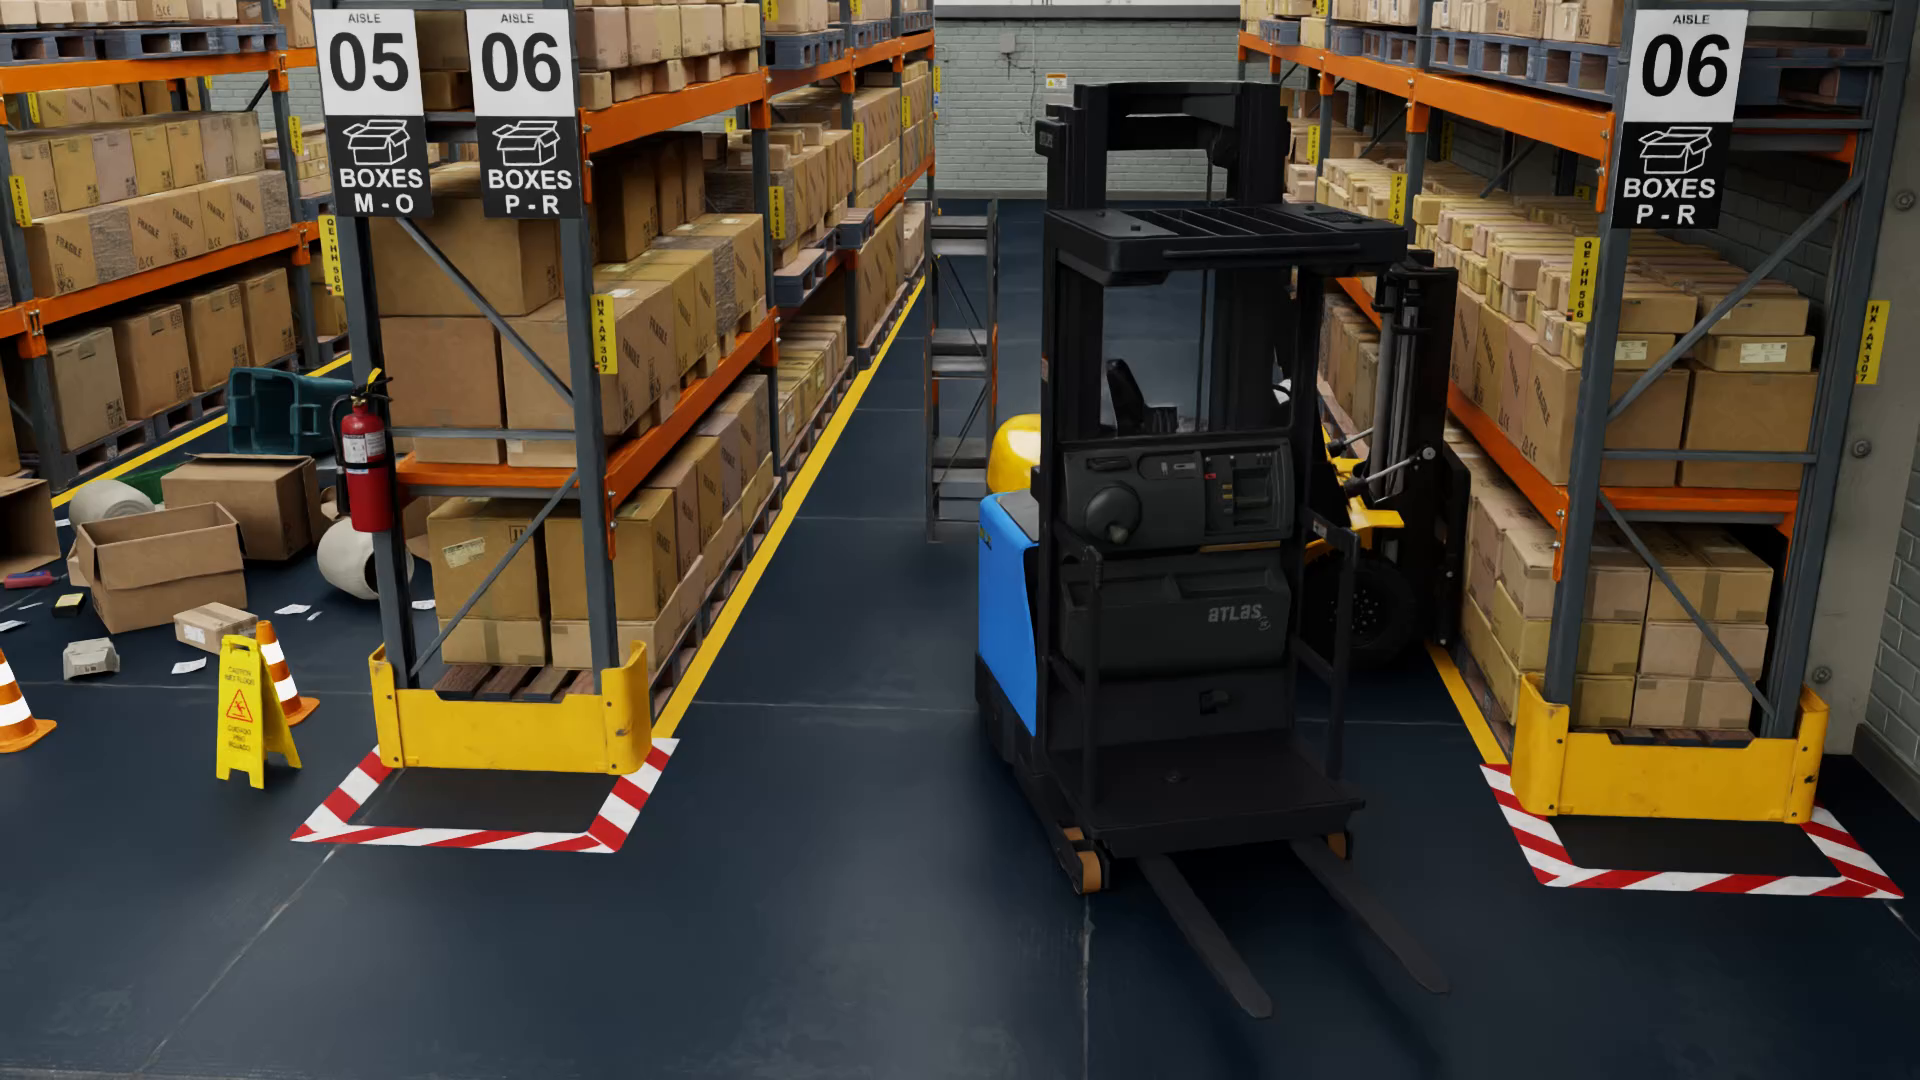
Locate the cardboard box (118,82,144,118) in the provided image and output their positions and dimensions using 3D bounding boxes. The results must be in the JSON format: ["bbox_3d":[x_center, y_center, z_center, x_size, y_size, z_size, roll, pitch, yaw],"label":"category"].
[{"bbox_3d":[-11.071,-5.757,21.733,0.500,0.500,0.500,1,18,3],"label":"cardboard box"}]

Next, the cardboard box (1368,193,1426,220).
[{"bbox_3d":[3.004,-2.278,11.354,0.380,0.149,0.250,1,18,2],"label":"cardboard box"}]

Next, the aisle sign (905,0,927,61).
[{"bbox_3d":[-0.533,-6.658,21.750,0.394,0.787,0.004,1,18,4],"label":"aisle sign"}]

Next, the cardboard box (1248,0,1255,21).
[{"bbox_3d":[3.735,-6.345,19.914,0.500,0.250,0.500,1,18,2],"label":"cardboard box"}]

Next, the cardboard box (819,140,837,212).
[{"bbox_3d":[-1.237,-2.846,12.979,0.500,0.500,0.500,0,18,0],"label":"cardboard box"}]

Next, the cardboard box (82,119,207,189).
[{"bbox_3d":[-6.477,-3.069,13.205,0.700,0.500,0.500,1,18,3],"label":"cardboard box"}]

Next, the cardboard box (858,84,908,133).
[{"bbox_3d":[-0.858,-4.830,18.580,0.500,0.500,0.500,1,18,4],"label":"cardboard box"}]

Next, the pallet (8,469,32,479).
[{"bbox_3d":[-6.784,-0.200,10.694,1.003,0.211,1.213,1,18,4],"label":"pallet"}]

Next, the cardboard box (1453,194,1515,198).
[{"bbox_3d":[3.571,-2.270,11.332,0.380,0.149,0.250,1,18,3],"label":"cardboard box"}]

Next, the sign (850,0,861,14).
[{"bbox_3d":[-0.879,-4.581,13.939,0.100,0.325,0.005,1,18,4],"label":"sign"}]

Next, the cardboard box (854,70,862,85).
[{"bbox_3d":[-1.302,-5.178,18.601,0.380,0.149,0.250,2,18,5],"label":"cardboard box"}]

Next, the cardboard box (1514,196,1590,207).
[{"bbox_3d":[3.522,-1.962,9.913,0.380,0.149,0.250,1,18,4],"label":"cardboard box"}]

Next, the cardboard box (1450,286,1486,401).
[{"bbox_3d":[2.839,-1.011,8.531,0.500,0.500,0.500,1,18,4],"label":"cardboard box"}]

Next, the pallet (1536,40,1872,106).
[{"bbox_3d":[3.034,-1.931,6.823,1.003,0.211,1.213,1,18,4],"label":"pallet"}]

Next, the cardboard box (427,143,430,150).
[{"bbox_3d":[-5.927,-4.256,17.845,0.380,0.149,0.250,1,18,4],"label":"cardboard box"}]

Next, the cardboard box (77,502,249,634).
[{"bbox_3d":[-4.393,0.146,9.169,0.797,0.503,0.637,-13,22,-34],"label":"cardboard box"}]

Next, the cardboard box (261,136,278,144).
[{"bbox_3d":[-6.733,-3.769,15.883,0.380,0.149,0.250,2,18,6],"label":"cardboard box"}]

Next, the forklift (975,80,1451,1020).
[{"bbox_3d":[0.904,-0.177,6.255,1.130,2.935,3.031,-4,19,-12],"label":"forklift"}]

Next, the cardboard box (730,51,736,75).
[{"bbox_3d":[-1.531,-2.805,9.753,0.380,0.149,0.250,2,18,5],"label":"cardboard box"}]

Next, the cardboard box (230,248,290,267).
[{"bbox_3d":[-6.577,-2.588,15.640,0.500,0.250,0.500,1,18,3],"label":"cardboard box"}]

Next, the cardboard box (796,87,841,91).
[{"bbox_3d":[-1.452,-4.557,17.748,0.500,0.500,0.500,1,18,5],"label":"cardboard box"}]

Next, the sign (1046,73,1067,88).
[{"bbox_3d":[1.578,-7.525,27.244,0.339,0.242,0.001,1,18,4],"label":"sign"}]

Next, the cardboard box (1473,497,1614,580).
[{"bbox_3d":[2.710,-0.005,7.757,0.500,0.250,0.500,2,18,5],"label":"cardboard box"}]

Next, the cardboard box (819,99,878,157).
[{"bbox_3d":[-1.063,-3.908,15.765,0.500,0.500,0.500,2,18,5],"label":"cardboard box"}]

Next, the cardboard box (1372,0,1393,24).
[{"bbox_3d":[3.108,-3.670,11.296,0.500,0.311,0.500,1,18,2],"label":"cardboard box"}]

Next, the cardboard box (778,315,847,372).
[{"bbox_3d":[-1.471,-1.698,14.334,0.950,0.372,0.625,0,18,0],"label":"cardboard box"}]

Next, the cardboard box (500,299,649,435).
[{"bbox_3d":[-1.683,-0.768,7.311,0.500,0.500,0.500,1,18,3],"label":"cardboard box"}]

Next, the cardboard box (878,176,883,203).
[{"bbox_3d":[-1.040,-3.474,16.448,0.500,0.250,0.500,1,18,4],"label":"cardboard box"}]

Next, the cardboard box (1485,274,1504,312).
[{"bbox_3d":[2.770,-1.197,8.057,0.380,0.149,0.250,1,18,4],"label":"cardboard box"}]

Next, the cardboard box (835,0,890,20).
[{"bbox_3d":[-0.987,-5.469,16.949,0.500,0.311,0.500,1,18,4],"label":"cardboard box"}]

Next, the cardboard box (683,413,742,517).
[{"bbox_3d":[-1.552,-0.423,9.435,0.500,0.500,0.500,2,18,7],"label":"cardboard box"}]

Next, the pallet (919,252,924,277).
[{"bbox_3d":[-0.916,-3.454,20.626,1.003,0.211,1.213,1,18,4],"label":"pallet"}]

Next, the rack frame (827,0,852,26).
[{"bbox_3d":[-1.420,-5.774,13.591,1.000,3.000,0.127,1,18,4],"label":"rack frame"}]

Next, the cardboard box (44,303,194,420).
[{"bbox_3d":[-6.624,-1.384,12.769,1.050,0.750,0.750,1,18,4],"label":"cardboard box"}]

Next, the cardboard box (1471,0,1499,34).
[{"bbox_3d":[2.835,-2.725,8.486,0.396,0.266,0.258,1,18,3],"label":"cardboard box"}]

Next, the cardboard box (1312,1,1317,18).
[{"bbox_3d":[3.434,-4.871,15.255,0.380,0.149,0.250,2,18,6],"label":"cardboard box"}]

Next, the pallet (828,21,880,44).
[{"bbox_3d":[-1.350,-4.807,15.762,1.003,0.211,1.213,2,18,6],"label":"pallet"}]

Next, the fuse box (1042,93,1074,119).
[{"bbox_3d":[1.619,-6.455,27.374,0.539,1.711,0.414,1,18,4],"label":"fuse box"}]

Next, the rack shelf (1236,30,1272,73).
[{"bbox_3d":[3.961,-5.760,19.523,1.077,0.370,4.000,1,18,4],"label":"rack shelf"}]

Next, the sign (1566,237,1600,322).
[{"bbox_3d":[2.417,-1.008,6.441,0.100,0.325,0.005,1,18,4],"label":"sign"}]

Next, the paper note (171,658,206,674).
[{"bbox_3d":[-3.912,0.635,8.437,0.148,0.019,0.142,-5,19,-15],"label":"paper note"}]

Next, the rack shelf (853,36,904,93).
[{"bbox_3d":[-1.277,-4.627,16.066,1.077,0.370,4.000,1,18,4],"label":"rack shelf"}]

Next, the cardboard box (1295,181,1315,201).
[{"bbox_3d":[3.195,-3.106,14.813,0.380,0.149,0.250,2,18,5],"label":"cardboard box"}]

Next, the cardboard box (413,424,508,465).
[{"bbox_3d":[-2.180,-0.440,7.351,0.380,0.149,0.250,2,18,6],"label":"cardboard box"}]

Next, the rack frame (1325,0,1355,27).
[{"bbox_3d":[3.531,-5.664,13.257,1.000,3.000,0.127,1,18,4],"label":"rack frame"}]

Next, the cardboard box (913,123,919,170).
[{"bbox_3d":[-0.757,-4.663,19.676,0.500,0.500,0.500,1,18,4],"label":"cardboard box"}]

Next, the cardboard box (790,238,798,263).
[{"bbox_3d":[-1.326,-2.003,11.446,0.380,0.149,0.250,2,18,5],"label":"cardboard box"}]

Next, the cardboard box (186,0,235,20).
[{"bbox_3d":[-6.141,-4.301,13.222,0.500,0.311,0.500,1,18,4],"label":"cardboard box"}]

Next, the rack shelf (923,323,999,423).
[{"bbox_3d":[0.012,-1.036,10.257,0.431,0.518,0.480,1,18,4],"label":"rack shelf"}]

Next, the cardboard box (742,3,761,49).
[{"bbox_3d":[-1.470,-3.032,9.806,0.500,0.250,0.500,1,18,3],"label":"cardboard box"}]

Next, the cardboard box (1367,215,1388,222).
[{"bbox_3d":[3.054,-2.055,11.316,0.500,0.250,0.500,1,18,2],"label":"cardboard box"}]

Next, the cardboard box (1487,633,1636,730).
[{"bbox_3d":[2.676,0.626,7.438,0.500,0.250,0.500,1,18,4],"label":"cardboard box"}]

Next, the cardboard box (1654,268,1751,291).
[{"bbox_3d":[3.252,-1.088,7.246,0.380,0.149,0.250,2,18,5],"label":"cardboard box"}]

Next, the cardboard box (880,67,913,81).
[{"bbox_3d":[-0.747,-5.406,19.296,0.380,0.149,0.250,1,18,2],"label":"cardboard box"}]

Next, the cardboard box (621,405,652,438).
[{"bbox_3d":[-1.659,-0.579,7.776,0.380,0.149,0.250,1,18,2],"label":"cardboard box"}]

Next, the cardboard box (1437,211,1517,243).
[{"bbox_3d":[2.866,-1.735,9.221,0.380,0.149,0.250,2,18,5],"label":"cardboard box"}]

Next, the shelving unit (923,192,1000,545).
[{"bbox_3d":[0.012,-1.049,10.253,0.431,2.100,0.503,1,18,4],"label":"shelving unit"}]
